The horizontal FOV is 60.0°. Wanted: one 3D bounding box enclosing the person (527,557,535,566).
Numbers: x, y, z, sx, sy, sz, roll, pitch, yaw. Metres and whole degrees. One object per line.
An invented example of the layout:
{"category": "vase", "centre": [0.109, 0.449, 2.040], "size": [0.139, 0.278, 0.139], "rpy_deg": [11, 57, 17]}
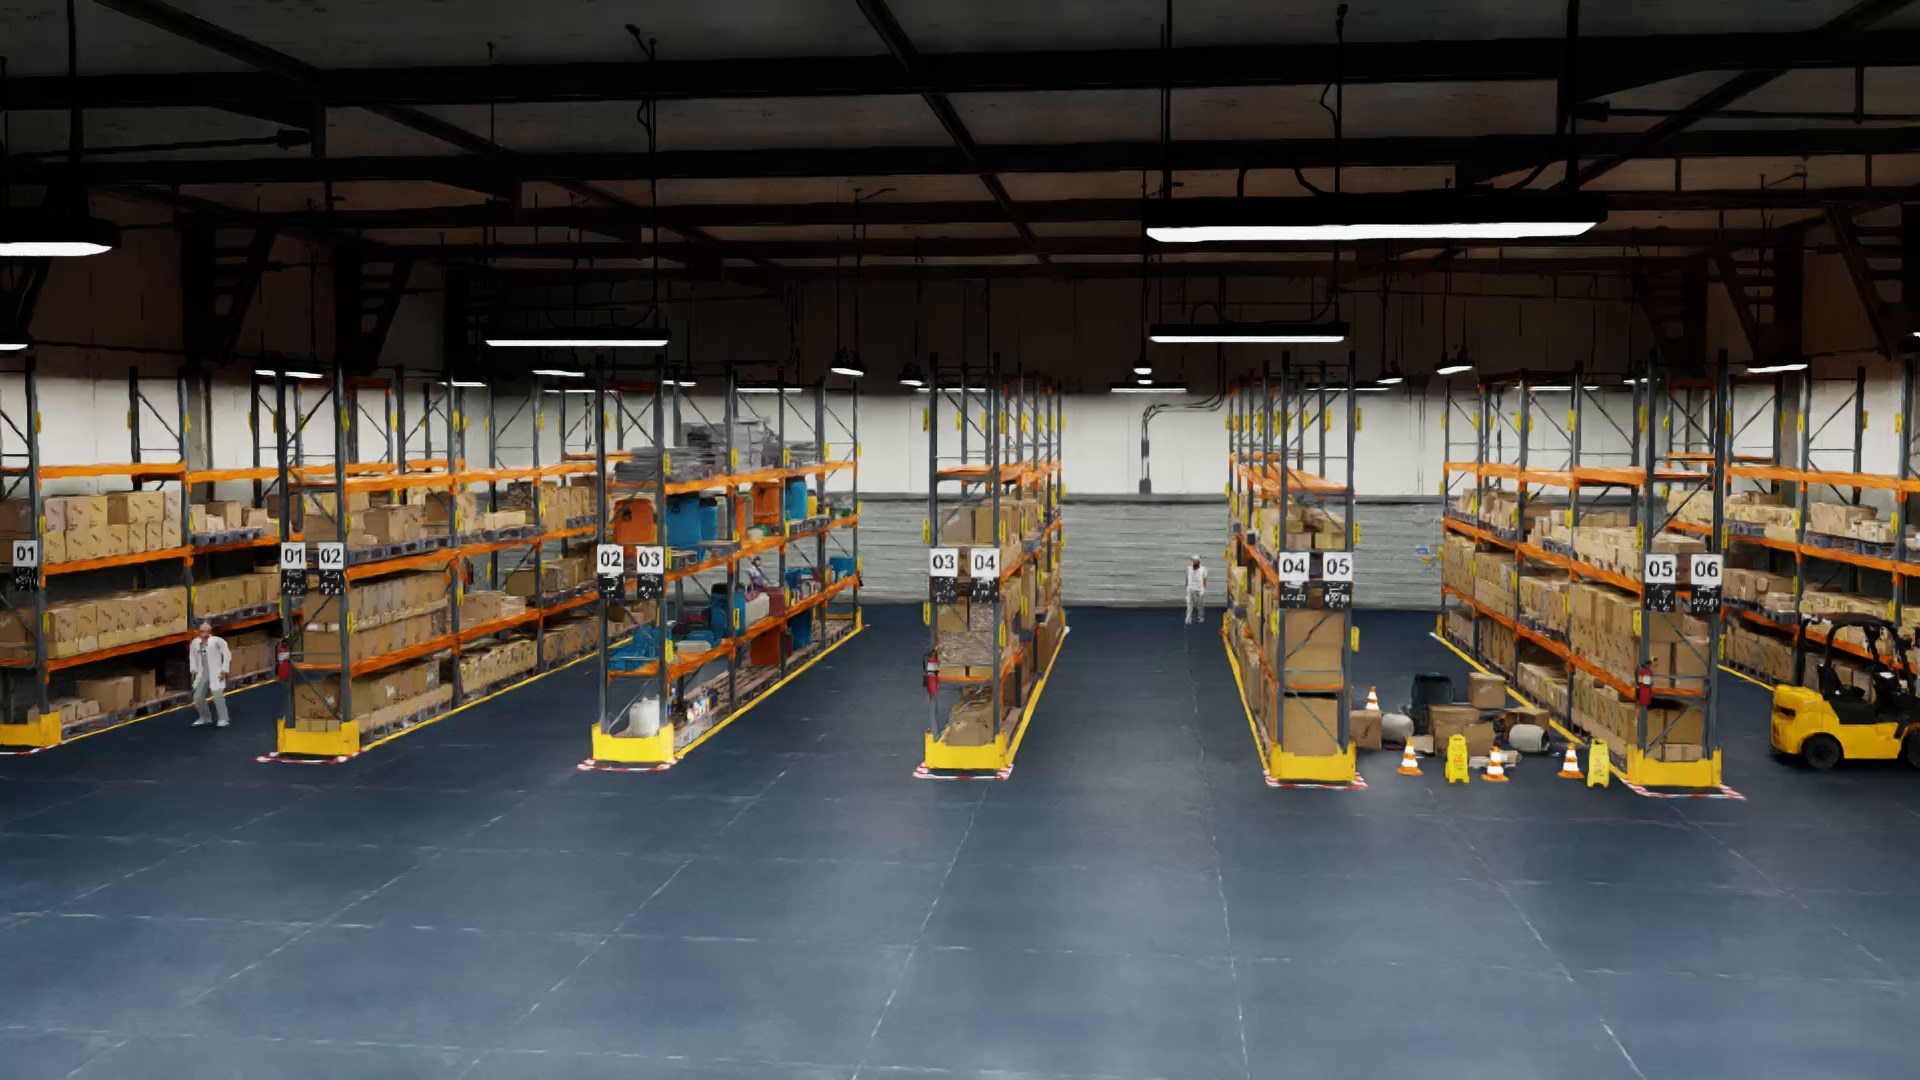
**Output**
{"category": "person", "centre": [-10.254, 1.281, 39.958], "size": [0.421, 1.762, 0.655], "rpy_deg": [-1, 4, -9]}

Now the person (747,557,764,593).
{"category": "person", "centre": [-5.110, 1.246, 41.601], "size": [0.484, 1.636, 0.614], "rpy_deg": [2, 5, 30]}

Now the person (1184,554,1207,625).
{"category": "person", "centre": [5.855, 1.217, 41.198], "size": [0.552, 1.723, 1.036], "rpy_deg": [1, 4, 15]}

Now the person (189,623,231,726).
{"category": "person", "centre": [-12.334, 2.207, 27.360], "size": [0.729, 1.734, 0.546], "rpy_deg": [0, 4, 6]}
